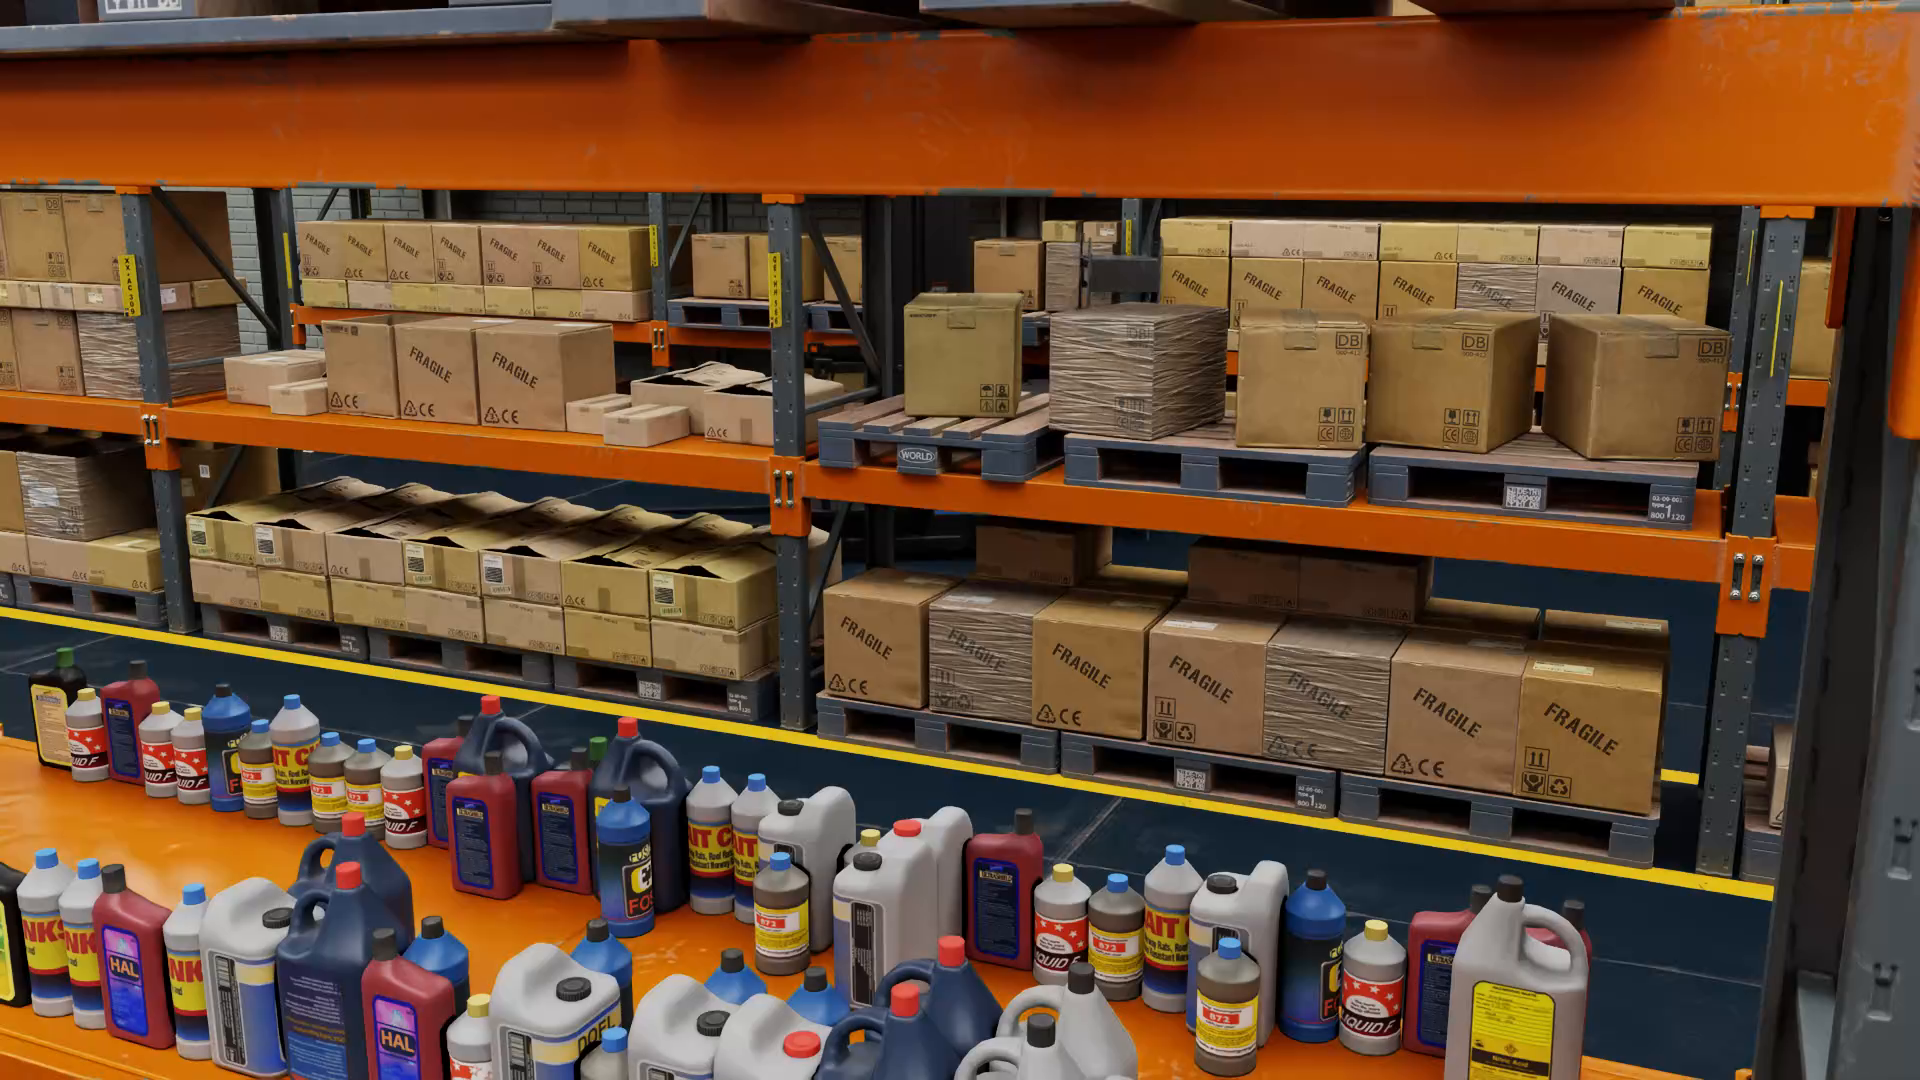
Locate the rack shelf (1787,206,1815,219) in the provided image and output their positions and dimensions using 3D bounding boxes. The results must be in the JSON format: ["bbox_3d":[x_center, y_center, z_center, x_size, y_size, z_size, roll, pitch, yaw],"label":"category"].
[{"bbox_3d":[4.889,-1.212,5.362,4.000,0.370,1.077,6,14,23],"label":"rack shelf"}]

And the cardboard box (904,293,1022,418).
[{"bbox_3d":[0.025,-0.875,7.781,0.500,0.500,0.700,1,13,4],"label":"cardboard box"}]

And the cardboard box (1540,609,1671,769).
[{"bbox_3d":[2.717,0.620,7.054,0.500,0.500,0.500,5,14,21],"label":"cardboard box"}]

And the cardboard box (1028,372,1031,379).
[{"bbox_3d":[0.231,-1.176,13.067,0.500,0.250,0.500,6,15,24],"label":"cardboard box"}]

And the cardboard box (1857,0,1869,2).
[{"bbox_3d":[5.602,-3.203,9.821,0.500,0.500,0.500,6,14,23],"label":"cardboard box"}]

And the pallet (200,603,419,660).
[{"bbox_3d":[-3.564,0.390,9.629,1.213,0.211,1.003,6,14,23],"label":"pallet"}]

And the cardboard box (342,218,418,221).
[{"bbox_3d":[-5.391,-2.735,15.487,0.500,0.500,0.500,6,14,23],"label":"cardboard box"}]

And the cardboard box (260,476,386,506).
[{"bbox_3d":[-3.767,-0.188,9.864,0.500,0.311,0.500,6,14,23],"label":"cardboard box"}]

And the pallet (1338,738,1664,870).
[{"bbox_3d":[2.302,1.003,7.017,1.213,0.211,1.003,6,14,23],"label":"pallet"}]

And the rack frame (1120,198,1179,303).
[{"bbox_3d":[1.407,-1.692,12.400,0.127,3.000,1.000,6,14,23],"label":"rack frame"}]

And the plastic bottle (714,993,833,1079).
[{"bbox_3d":[-0.235,0.758,2.229,0.135,0.276,0.152,6,14,23],"label":"plastic bottle"}]

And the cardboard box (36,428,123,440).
[{"bbox_3d":[-5.465,-0.459,10.602,0.500,0.500,0.500,6,14,23],"label":"cardboard box"}]

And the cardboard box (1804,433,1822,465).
[{"bbox_3d":[5.654,-0.590,10.834,0.250,0.149,0.380,6,14,23],"label":"cardboard box"}]

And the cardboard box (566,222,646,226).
[{"bbox_3d":[-3.067,-2.500,14.485,0.500,0.500,0.500,6,14,23],"label":"cardboard box"}]

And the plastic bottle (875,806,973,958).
[{"bbox_3d":[-0.064,0.600,2.905,0.135,0.276,0.152,6,14,23],"label":"plastic bottle"}]

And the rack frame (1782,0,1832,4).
[{"bbox_3d":[3.061,-3.208,5.726,0.127,3.000,1.000,6,14,23],"label":"rack frame"}]

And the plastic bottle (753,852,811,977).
[{"bbox_3d":[-0.310,0.642,2.886,0.097,0.201,0.097,0,13,0],"label":"plastic bottle"}]

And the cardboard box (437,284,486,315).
[{"bbox_3d":[-4.185,-2.117,14.495,0.500,0.250,0.500,6,14,24],"label":"cardboard box"}]

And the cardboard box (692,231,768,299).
[{"bbox_3d":[-1.799,-2.271,13.684,0.500,0.500,0.700,6,14,23],"label":"cardboard box"}]

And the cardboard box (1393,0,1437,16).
[{"bbox_3d":[2.010,-2.168,6.505,0.600,0.600,0.600,6,14,23],"label":"cardboard box"}]

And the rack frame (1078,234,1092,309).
[{"bbox_3d":[0.844,-1.066,11.658,0.015,2.100,0.400,0,13,-5],"label":"rack frame"}]

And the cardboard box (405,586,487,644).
[{"bbox_3d":[-2.579,0.338,8.847,0.500,0.250,0.500,6,15,24],"label":"cardboard box"}]

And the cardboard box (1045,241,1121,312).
[{"bbox_3d":[0.973,-1.996,12.514,0.500,0.500,0.700,4,14,17],"label":"cardboard box"}]

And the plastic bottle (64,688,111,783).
[{"bbox_3d":[-1.965,0.437,3.762,0.097,0.201,0.097,0,13,0],"label":"plastic bottle"}]

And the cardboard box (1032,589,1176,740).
[{"bbox_3d":[0.642,0.542,7.386,0.500,0.500,0.500,6,14,22],"label":"cardboard box"}]

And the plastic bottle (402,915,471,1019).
[{"bbox_3d":[-0.785,0.697,2.502,0.097,0.271,0.097,0,13,0],"label":"plastic bottle"}]

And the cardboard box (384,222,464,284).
[{"bbox_3d":[-4.675,-2.530,14.615,0.500,0.500,0.500,5,14,21],"label":"cardboard box"}]

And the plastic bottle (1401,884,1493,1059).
[{"bbox_3d":[0.767,0.669,2.594,0.133,0.283,0.061,6,14,23],"label":"plastic bottle"}]

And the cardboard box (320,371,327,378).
[{"bbox_3d":[-3.375,-0.919,9.398,0.258,0.266,0.396,5,14,22],"label":"cardboard box"}]

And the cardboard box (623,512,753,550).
[{"bbox_3d":[-1.440,0.047,8.858,0.500,0.311,0.500,5,14,22],"label":"cardboard box"}]

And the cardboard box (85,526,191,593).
[{"bbox_3d":[-4.766,0.110,9.821,0.500,0.250,0.500,6,14,23],"label":"cardboard box"}]

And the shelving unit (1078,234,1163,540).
[{"bbox_3d":[1.087,-1.066,11.681,0.503,2.100,0.431,0,13,-5],"label":"shelving unit"}]

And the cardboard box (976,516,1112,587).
[{"bbox_3d":[0.407,0.022,7.960,0.500,0.250,0.500,6,15,25],"label":"cardboard box"}]

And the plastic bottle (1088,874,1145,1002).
[{"bbox_3d":[0.264,0.662,2.801,0.097,0.201,0.097,0,13,0],"label":"plastic bottle"}]

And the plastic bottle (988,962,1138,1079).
[{"bbox_3d":[0.137,0.725,2.209,0.185,0.351,0.144,6,14,23],"label":"plastic bottle"}]

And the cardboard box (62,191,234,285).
[{"bbox_3d":[-4.662,-1.747,9.576,0.500,0.500,0.700,6,14,24],"label":"cardboard box"}]

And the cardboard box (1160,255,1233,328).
[{"bbox_3d":[1.747,-1.797,11.933,0.500,0.500,0.500,6,15,25],"label":"cardboard box"}]

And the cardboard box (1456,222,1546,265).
[{"bbox_3d":[3.603,-1.977,11.057,0.500,0.250,0.500,6,15,24],"label":"cardboard box"}]

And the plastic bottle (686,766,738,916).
[{"bbox_3d":[-0.460,0.555,3.105,0.097,0.271,0.097,0,13,0],"label":"plastic bottle"}]

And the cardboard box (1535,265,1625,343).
[{"bbox_3d":[4.069,-1.560,10.925,0.500,0.500,0.500,6,14,24],"label":"cardboard box"}]

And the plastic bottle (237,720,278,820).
[{"bbox_3d":[-1.487,0.485,3.556,0.097,0.201,0.097,0,13,0],"label":"plastic bottle"}]

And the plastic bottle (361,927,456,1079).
[{"bbox_3d":[-0.800,0.709,2.423,0.133,0.283,0.061,6,14,23],"label":"plastic bottle"}]

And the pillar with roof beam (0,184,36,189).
[{"bbox_3d":[-12.147,-5.125,13.897,0.400,9.000,9.100,6,14,23],"label":"pillar with roof beam"}]

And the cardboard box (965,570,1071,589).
[{"bbox_3d":[0.354,0.383,8.064,0.500,0.500,0.500,6,15,25],"label":"cardboard box"}]

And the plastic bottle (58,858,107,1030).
[{"bbox_3d":[-1.402,0.649,2.703,0.097,0.271,0.097,0,13,0],"label":"plastic bottle"}]

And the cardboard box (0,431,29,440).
[{"bbox_3d":[-6.140,-0.393,10.321,0.500,0.500,0.500,6,14,23],"label":"cardboard box"}]

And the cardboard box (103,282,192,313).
[{"bbox_3d":[-4.589,-1.372,9.397,0.250,0.149,0.380,6,14,23],"label":"cardboard box"}]

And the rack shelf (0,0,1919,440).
[{"bbox_3d":[-0.778,-0.548,2.532,4.000,0.370,1.077,6,14,23],"label":"rack shelf"}]

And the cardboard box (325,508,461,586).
[{"bbox_3d":[-3.047,0.019,8.978,0.500,0.311,0.500,5,14,21],"label":"cardboard box"}]

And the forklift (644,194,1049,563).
[{"bbox_3d":[-0.692,-1.398,11.295,3.031,2.935,1.130,-2,13,-7],"label":"forklift"}]

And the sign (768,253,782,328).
[{"bbox_3d":[-0.818,-1.104,7.361,0.005,0.325,0.100,6,14,23],"label":"sign"}]

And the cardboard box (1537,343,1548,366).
[{"bbox_3d":[3.916,-1.245,11.003,0.250,0.149,0.380,6,14,23],"label":"cardboard box"}]

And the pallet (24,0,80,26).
[{"bbox_3d":[-1.946,-0.900,2.871,1.213,0.211,1.003,6,14,23],"label":"pallet"}]

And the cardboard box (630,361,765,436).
[{"bbox_3d":[-1.336,-0.737,8.524,0.500,0.311,0.500,6,14,23],"label":"cardboard box"}]

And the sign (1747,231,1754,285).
[{"bbox_3d":[4.853,-1.733,10.212,0.005,0.325,0.100,6,14,23],"label":"sign"}]

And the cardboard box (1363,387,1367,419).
[{"bbox_3d":[2.824,-0.672,11.839,0.750,0.750,0.750,6,14,23],"label":"cardboard box"}]

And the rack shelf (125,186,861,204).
[{"bbox_3d":[-2.425,-1.952,8.517,4.000,0.370,1.077,6,14,23],"label":"rack shelf"}]
